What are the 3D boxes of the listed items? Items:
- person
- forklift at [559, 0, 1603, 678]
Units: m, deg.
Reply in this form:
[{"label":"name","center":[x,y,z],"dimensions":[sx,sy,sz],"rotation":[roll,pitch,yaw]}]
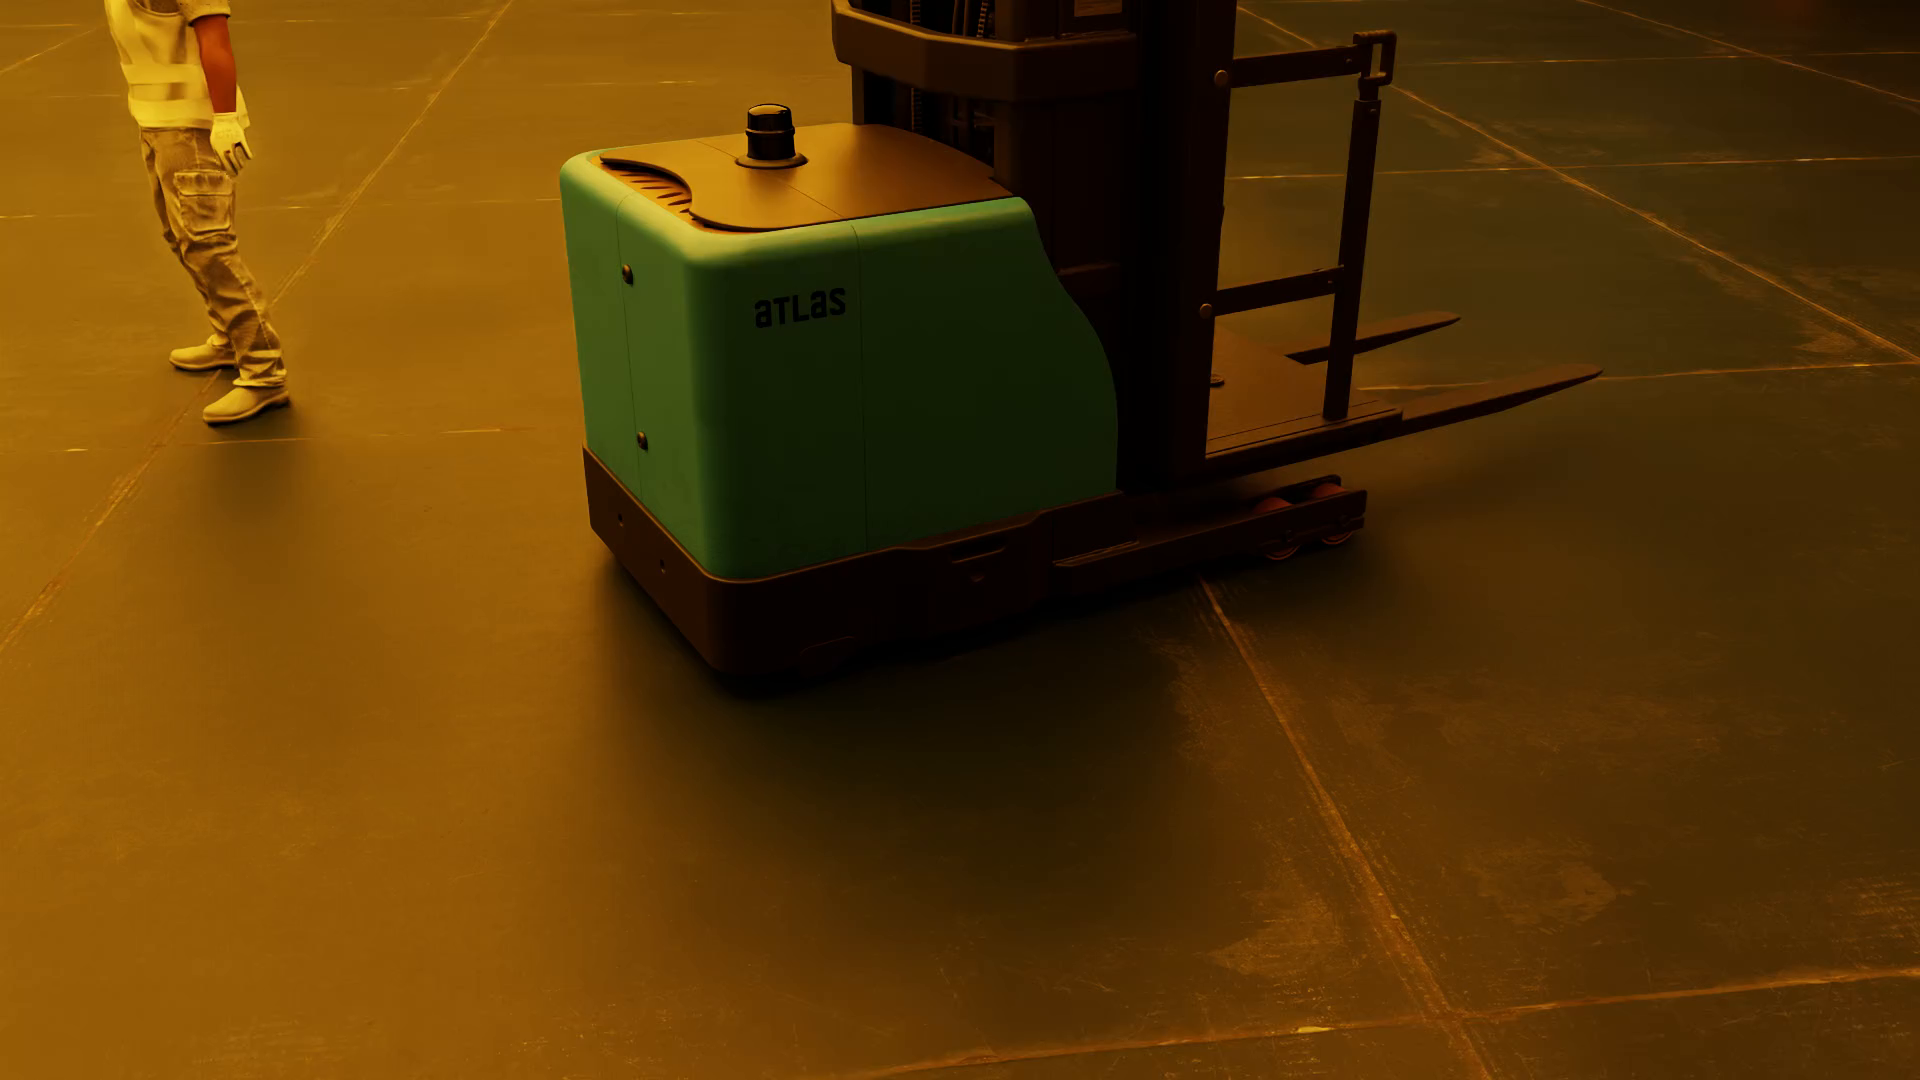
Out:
[{"label":"person","center":[-2.507,-1.336,5.348],"dimensions":[0.383,1.767,0.808],"rotation":[-16,30,-29]},{"label":"forklift","center":[0.529,-1.451,4.240],"dimensions":[3.031,2.935,1.130],"rotation":[-14,29,-26]}]
